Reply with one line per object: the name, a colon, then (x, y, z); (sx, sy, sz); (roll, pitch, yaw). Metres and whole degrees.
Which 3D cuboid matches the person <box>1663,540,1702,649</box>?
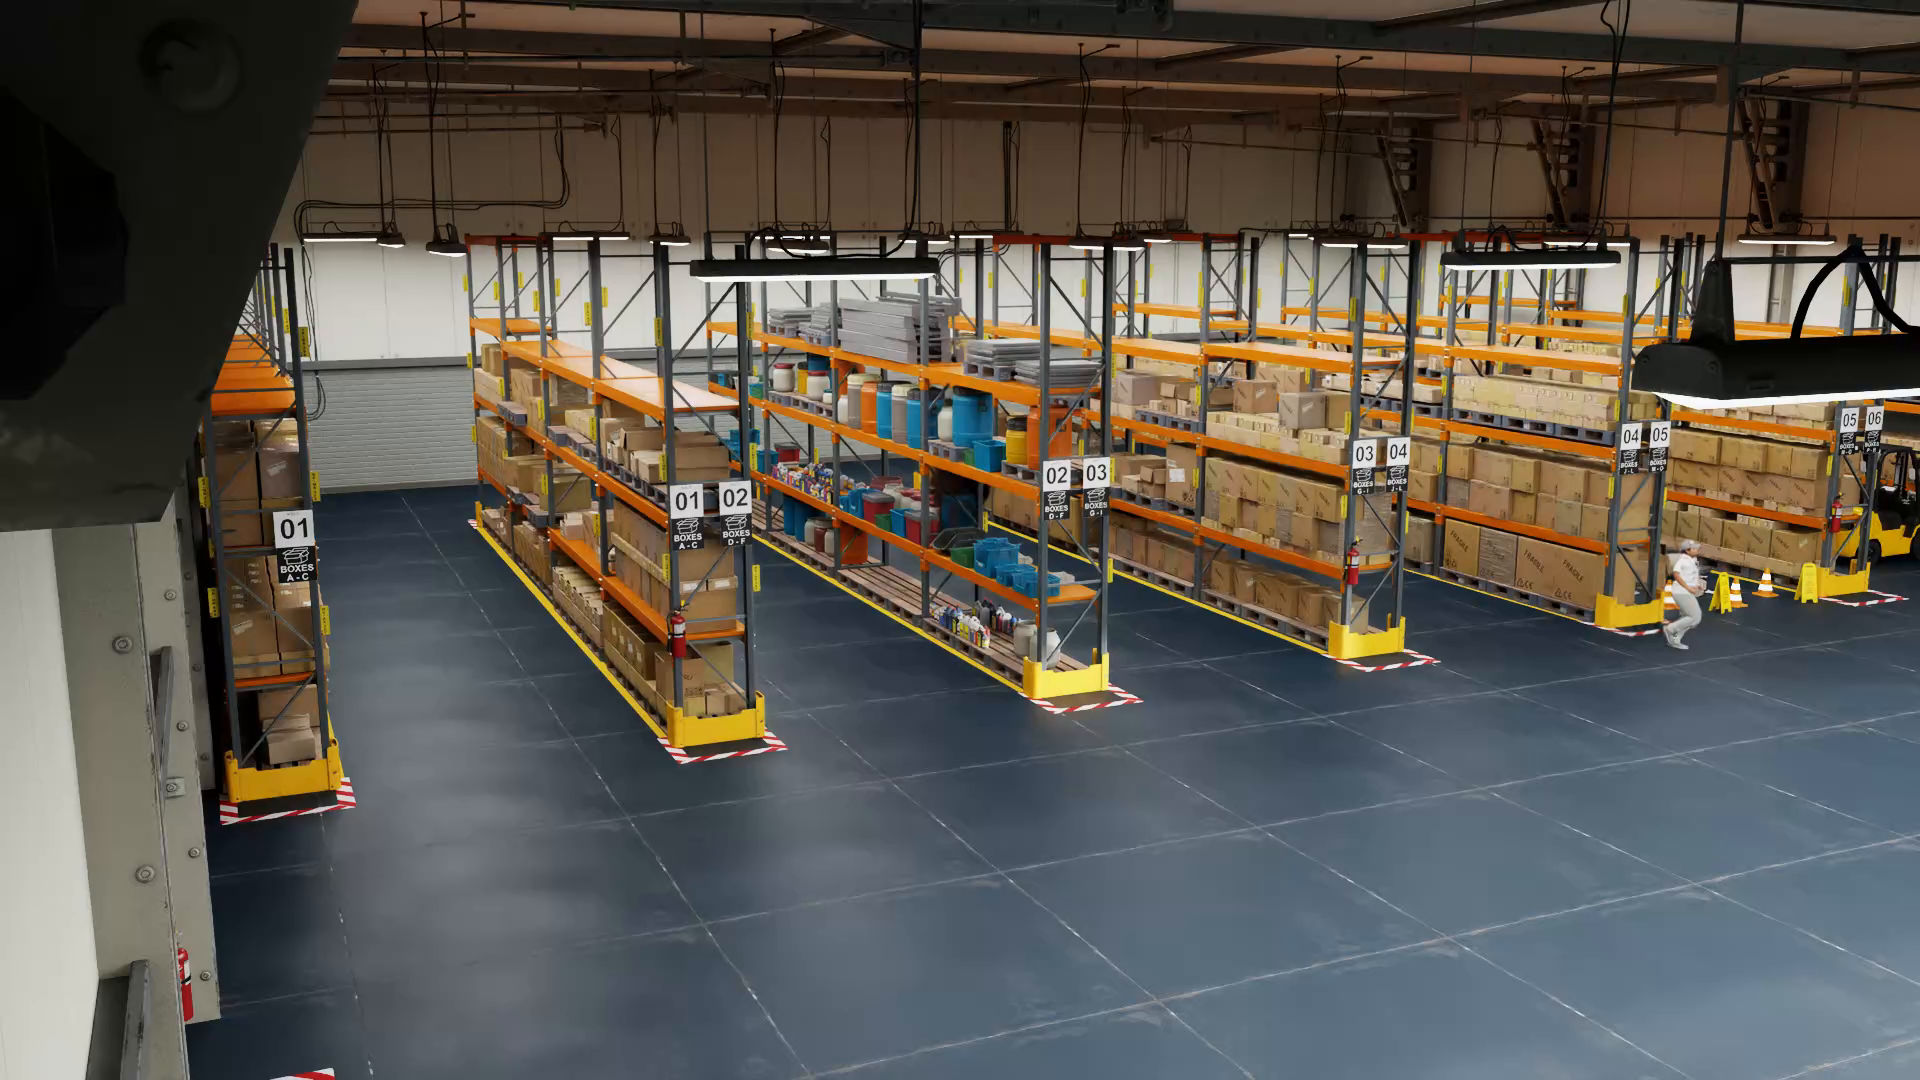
person: (10.788, 0.806, 24.747); (0.510, 1.625, 0.637); (5, 12, 24)
